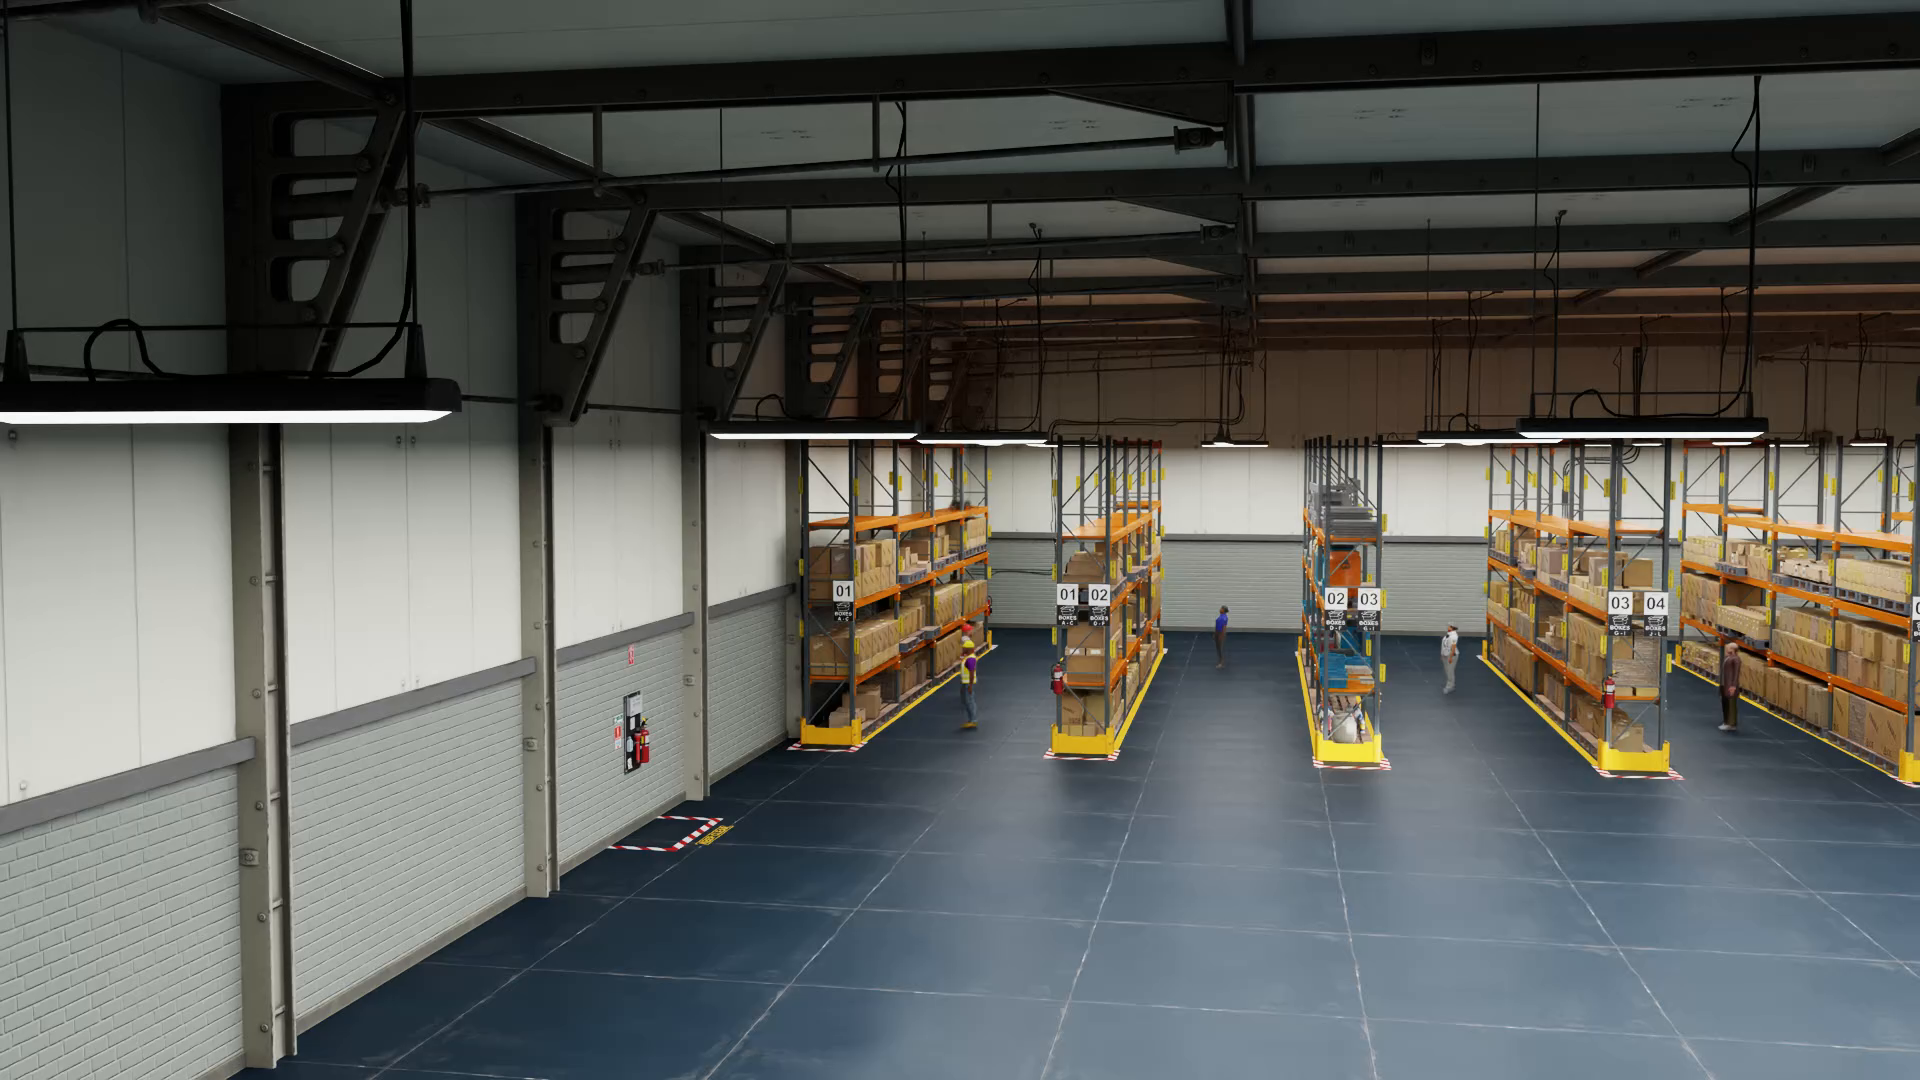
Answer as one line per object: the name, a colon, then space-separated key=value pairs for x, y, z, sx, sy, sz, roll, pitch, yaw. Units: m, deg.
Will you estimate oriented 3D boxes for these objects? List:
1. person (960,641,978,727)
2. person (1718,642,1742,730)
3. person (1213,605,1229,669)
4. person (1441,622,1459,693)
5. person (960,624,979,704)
person: x=0.179 y=2.983 z=34.386 sx=0.363 sy=1.800 sz=0.676 roll=-1 pitch=3 yaw=-10
person: x=15.764 y=3.000 z=34.128 sx=0.522 sy=1.801 sz=0.606 roll=-1 pitch=3 yaw=-9
person: x=6.850 y=2.546 z=43.757 sx=0.484 sy=1.665 sz=0.468 roll=-2 pitch=4 yaw=-30
person: x=11.576 y=2.774 z=39.411 sx=0.508 sy=1.685 sz=0.492 roll=-1 pitch=3 yaw=-17
person: x=0.221 y=2.812 z=37.526 sx=0.442 sy=1.820 sz=0.610 roll=0 pitch=3 yaw=-2
